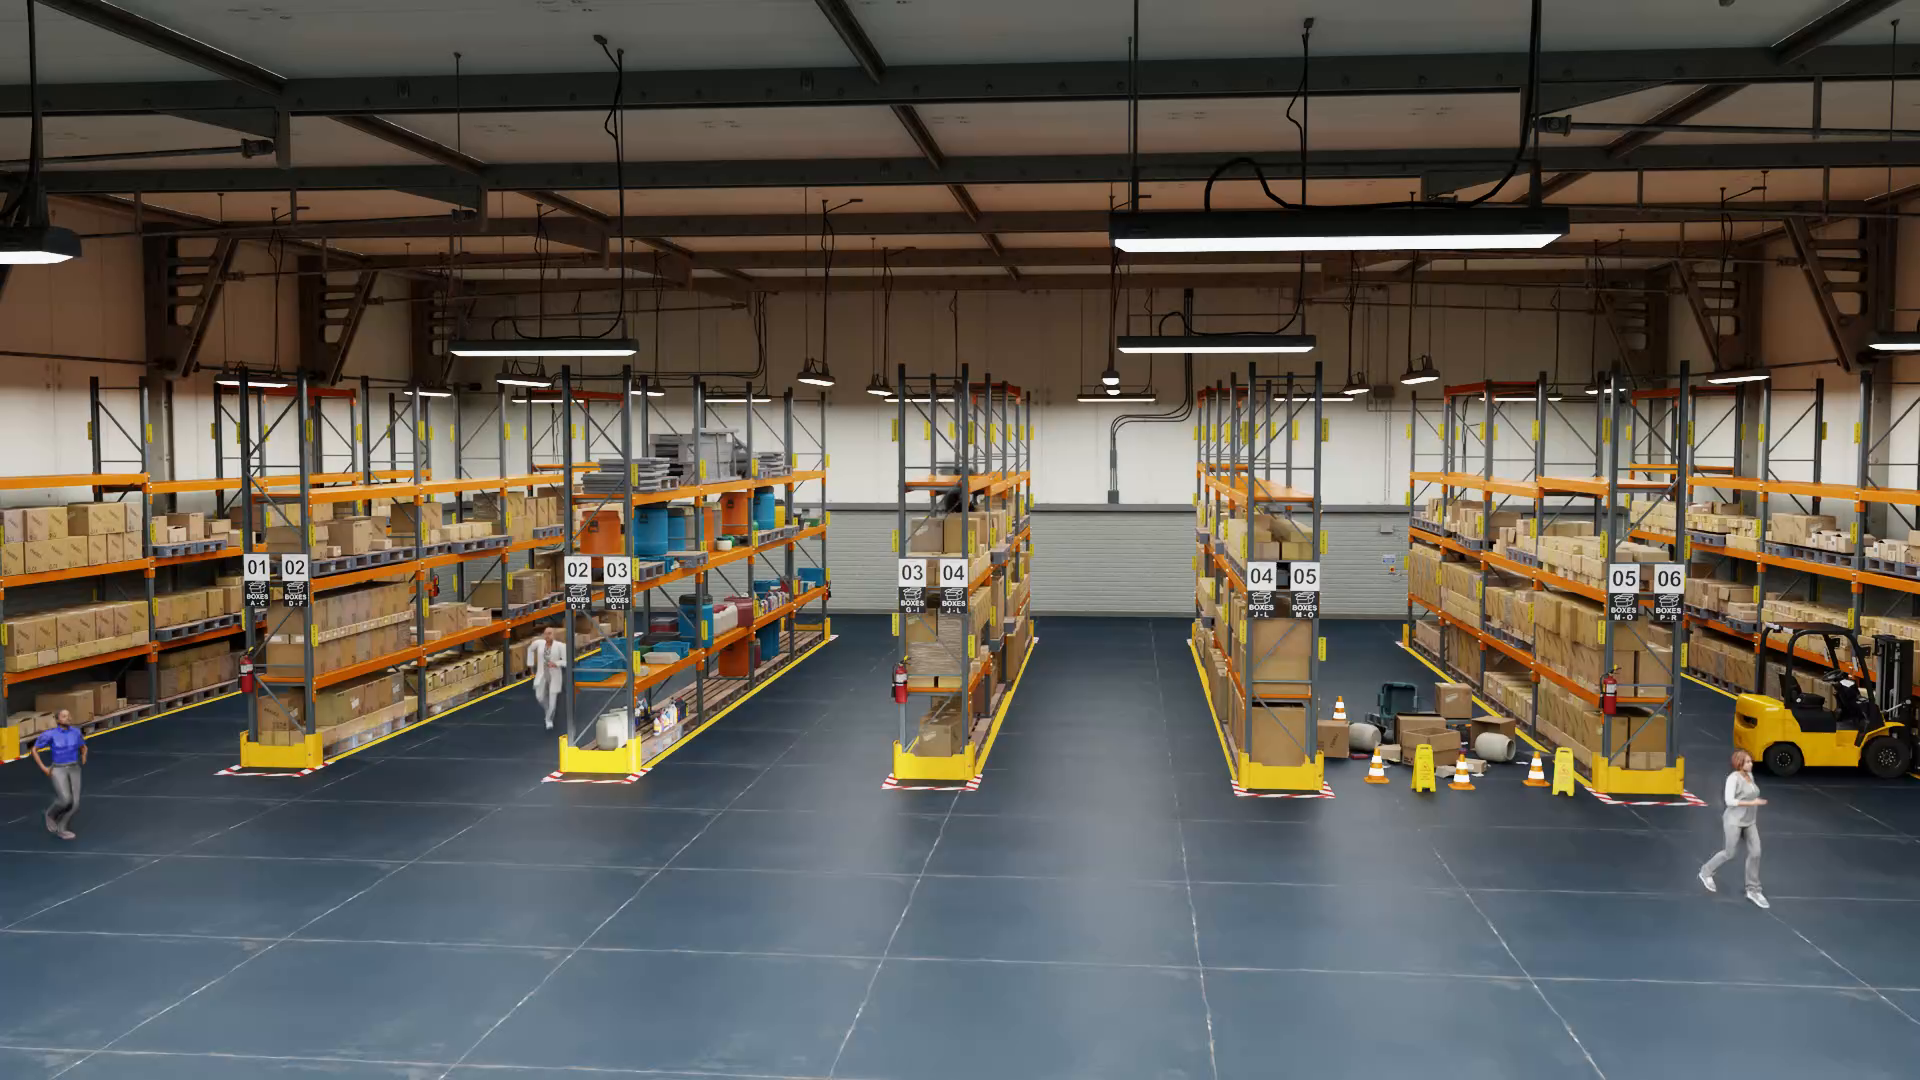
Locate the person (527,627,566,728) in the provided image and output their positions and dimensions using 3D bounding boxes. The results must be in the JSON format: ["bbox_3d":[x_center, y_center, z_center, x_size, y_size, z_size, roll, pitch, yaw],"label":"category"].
[{"bbox_3d":[-6.979,2.333,28.079,0.758,1.729,0.754,0,4,-1],"label":"person"}]

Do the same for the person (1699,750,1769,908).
[{"bbox_3d":[8.303,3.053,17.799,0.575,1.631,0.771,-2,4,-32],"label":"person"}]

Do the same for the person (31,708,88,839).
[{"bbox_3d":[-11.004,2.878,20.479,0.467,1.613,0.636,2,4,33],"label":"person"}]
